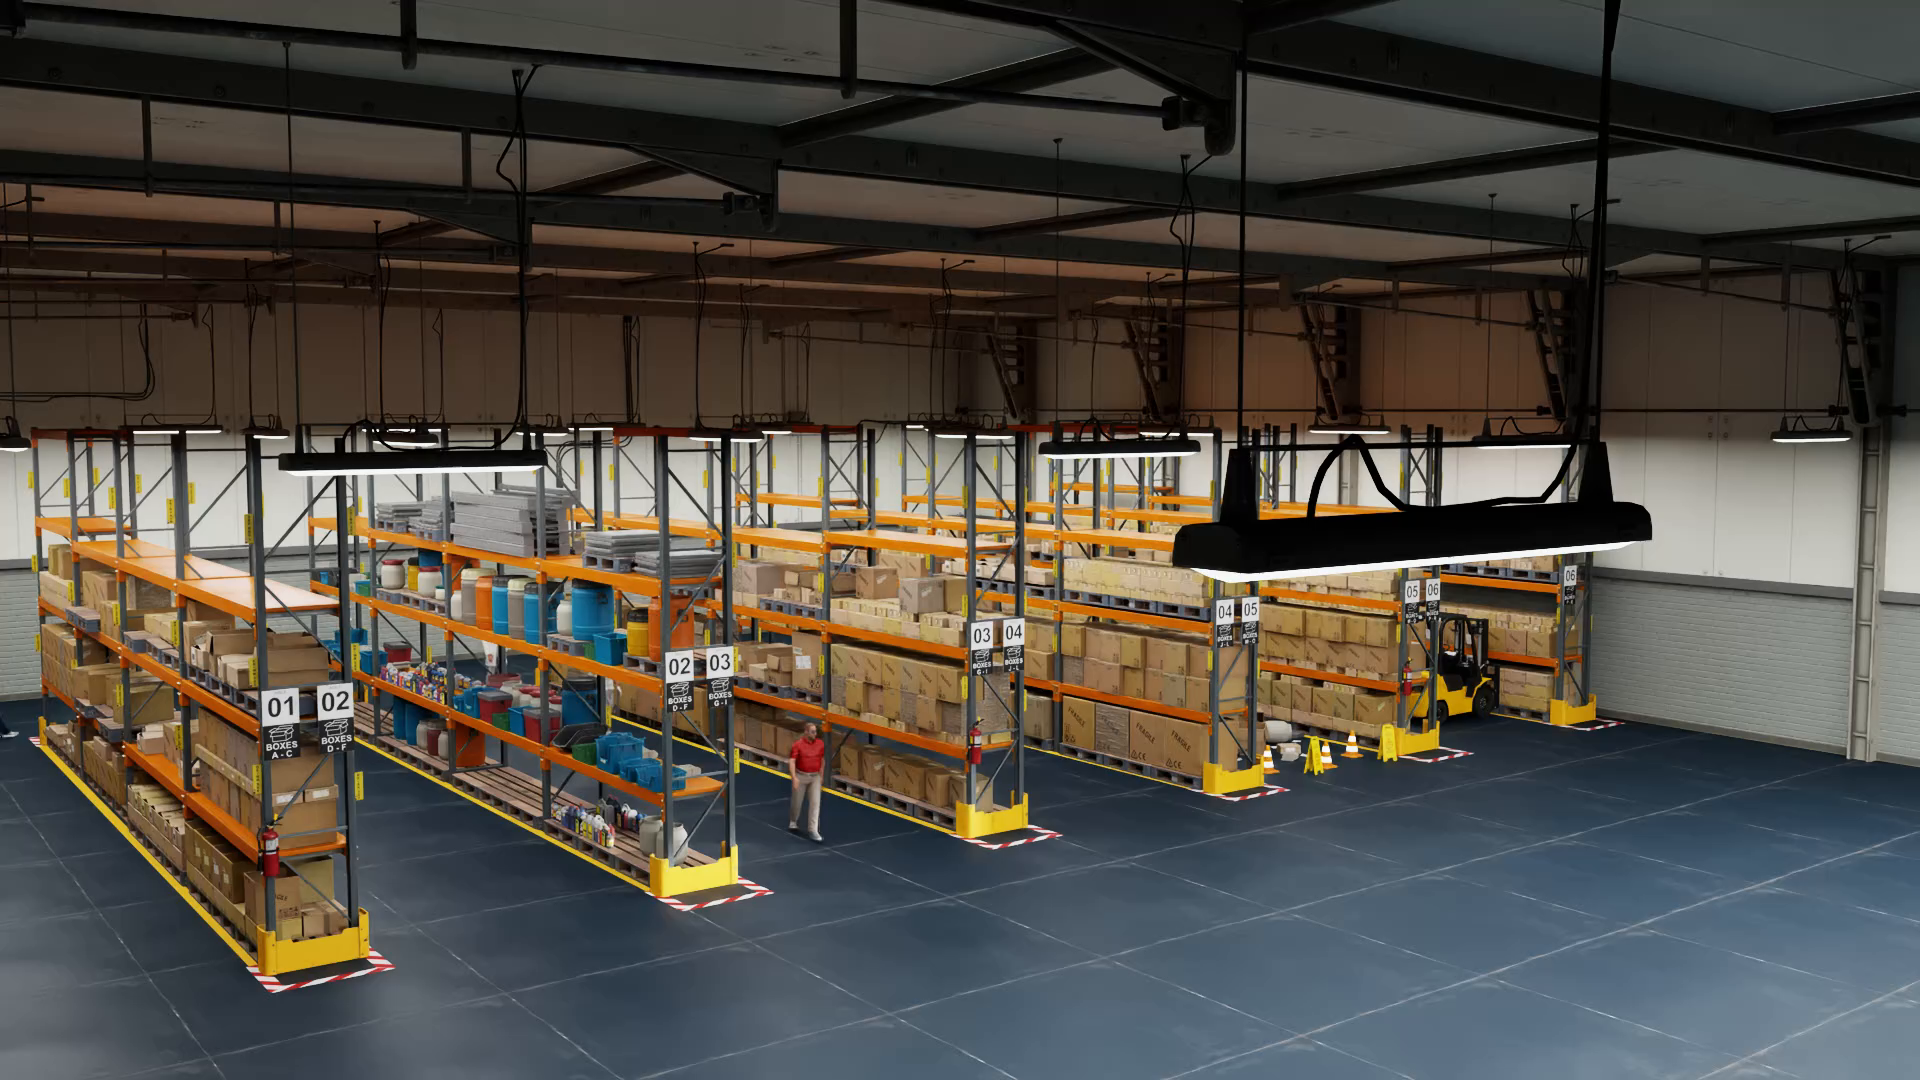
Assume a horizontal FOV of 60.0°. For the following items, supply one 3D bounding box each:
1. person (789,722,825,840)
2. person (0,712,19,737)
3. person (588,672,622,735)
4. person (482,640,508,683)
[{"bbox_3d":[-2.246,3.550,24.678,0.618,1.684,0.941,-2,5,-29],"label":"person"},{"bbox_3d":[-18.574,3.056,31.772,0.419,1.508,0.962,3,5,34],"label":"person"},{"bbox_3d":[-6.754,2.944,31.964,0.684,1.801,0.576,4,6,39],"label":"person"},{"bbox_3d":[-10.307,2.585,36.936,0.742,1.811,0.660,4,6,39],"label":"person"}]
